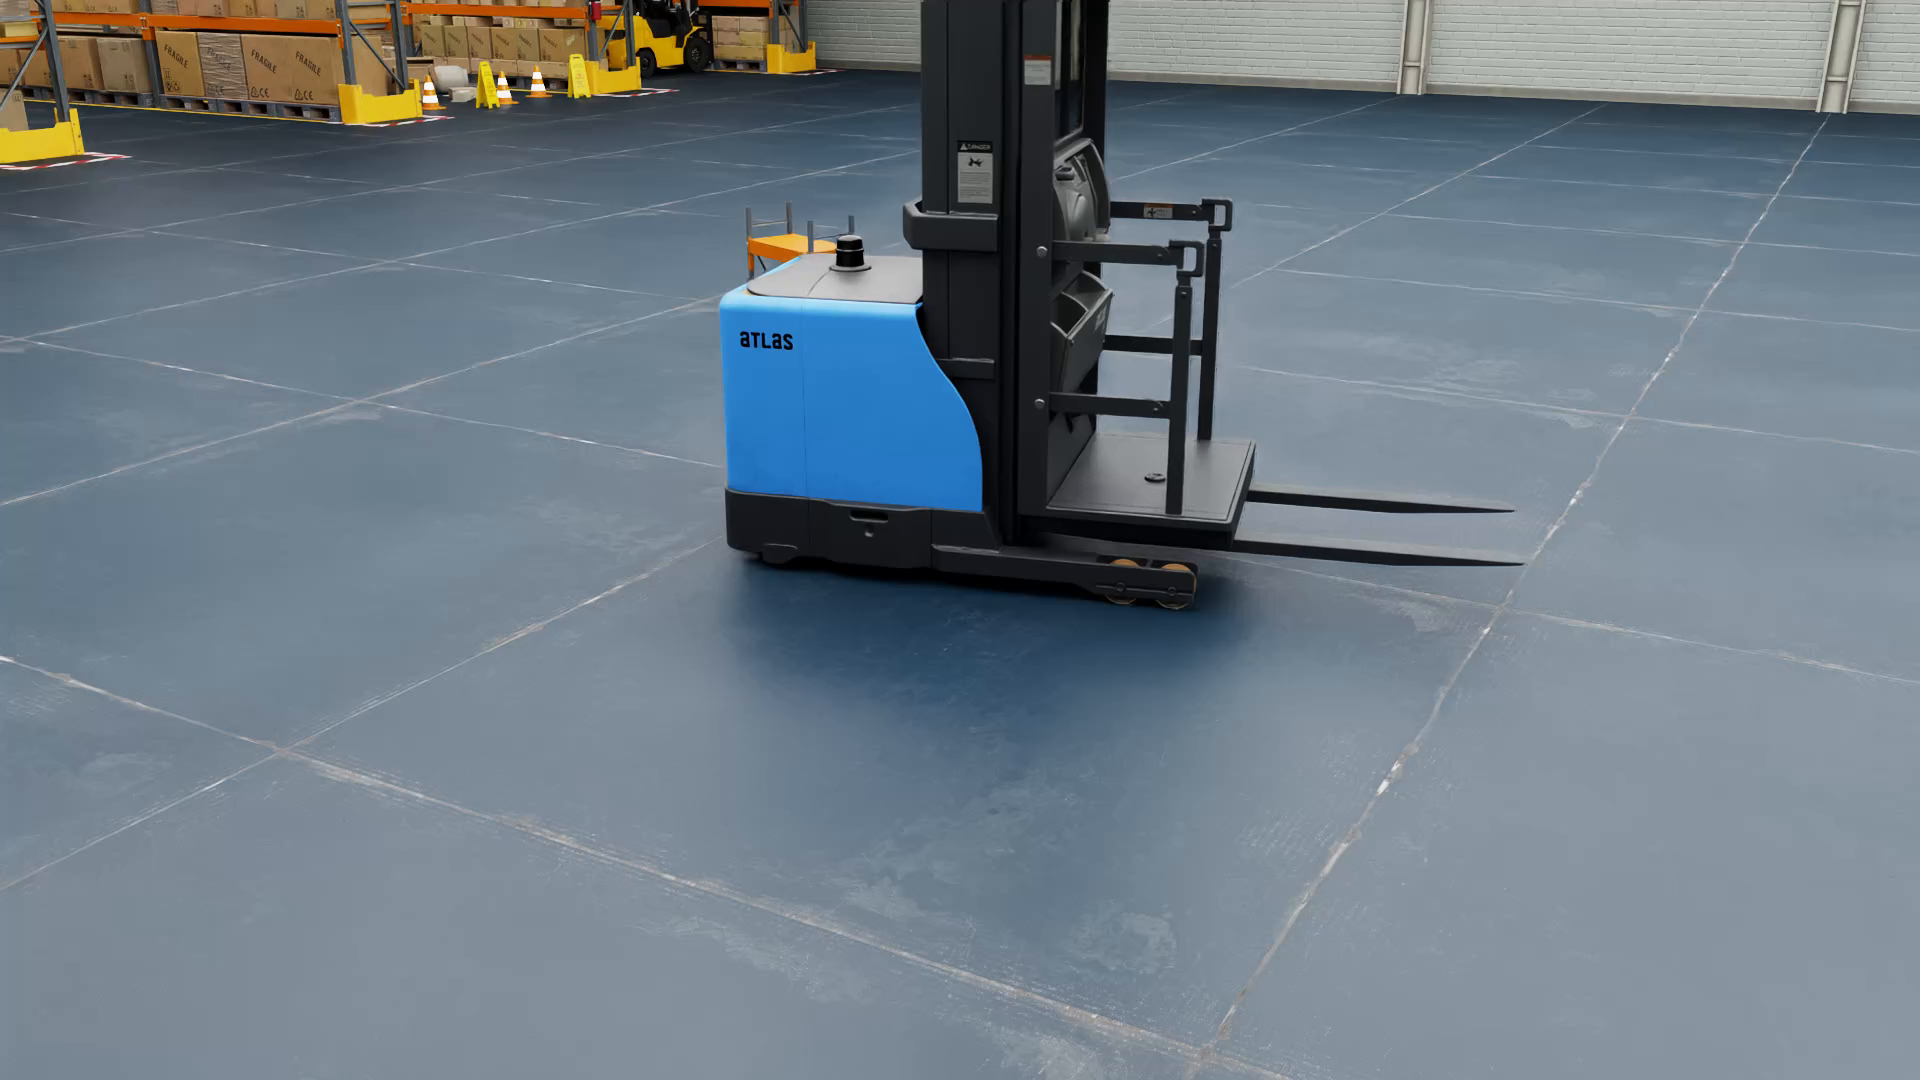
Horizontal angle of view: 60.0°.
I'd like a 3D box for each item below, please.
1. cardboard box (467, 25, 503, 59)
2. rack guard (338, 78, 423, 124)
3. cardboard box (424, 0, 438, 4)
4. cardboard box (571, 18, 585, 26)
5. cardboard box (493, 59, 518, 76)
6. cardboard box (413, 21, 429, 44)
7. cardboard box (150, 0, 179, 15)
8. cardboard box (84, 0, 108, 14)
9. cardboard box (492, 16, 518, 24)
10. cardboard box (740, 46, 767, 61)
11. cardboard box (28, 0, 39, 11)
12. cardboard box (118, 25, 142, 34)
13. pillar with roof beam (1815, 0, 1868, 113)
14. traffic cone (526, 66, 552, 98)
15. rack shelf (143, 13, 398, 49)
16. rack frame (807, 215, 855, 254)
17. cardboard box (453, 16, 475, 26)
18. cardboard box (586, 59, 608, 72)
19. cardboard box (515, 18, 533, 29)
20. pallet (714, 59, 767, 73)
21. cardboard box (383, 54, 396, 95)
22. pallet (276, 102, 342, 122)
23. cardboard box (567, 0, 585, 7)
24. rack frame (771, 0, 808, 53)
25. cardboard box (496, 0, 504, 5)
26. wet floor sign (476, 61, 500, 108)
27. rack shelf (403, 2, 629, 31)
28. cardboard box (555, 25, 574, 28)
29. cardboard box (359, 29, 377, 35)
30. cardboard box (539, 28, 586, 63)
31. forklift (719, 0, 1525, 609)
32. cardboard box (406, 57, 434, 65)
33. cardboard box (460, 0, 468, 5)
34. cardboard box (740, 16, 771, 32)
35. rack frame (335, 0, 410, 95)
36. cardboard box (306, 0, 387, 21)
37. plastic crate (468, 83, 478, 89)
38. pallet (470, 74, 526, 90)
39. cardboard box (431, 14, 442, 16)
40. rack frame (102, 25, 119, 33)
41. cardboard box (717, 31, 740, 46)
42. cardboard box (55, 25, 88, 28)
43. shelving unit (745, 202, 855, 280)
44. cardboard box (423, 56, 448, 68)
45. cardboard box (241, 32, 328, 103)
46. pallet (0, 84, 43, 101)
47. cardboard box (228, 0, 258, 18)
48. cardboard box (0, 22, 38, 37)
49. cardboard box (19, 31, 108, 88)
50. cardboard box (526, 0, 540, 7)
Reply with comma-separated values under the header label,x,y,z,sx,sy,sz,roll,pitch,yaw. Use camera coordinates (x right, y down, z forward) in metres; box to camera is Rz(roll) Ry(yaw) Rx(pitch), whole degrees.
label,x,y,z,sx,sy,sz,roll,pitch,yaw
cardboard box,-7.741,-8.208,27.411,0.500,0.500,0.500,12,23,30
rack guard,-7.862,-5.967,22.581,0.348,0.500,1.175,11,23,27
cardboard box,-8.684,-9.009,27.670,0.250,0.149,0.380,12,23,29
cardboard box,-7.092,-9.944,32.747,0.625,0.625,0.875,12,23,30
cardboard box,-7.302,-7.769,27.301,0.500,0.250,0.500,10,22,25
cardboard box,-11.029,-10.560,34.627,0.500,0.500,0.500,10,22,26
cardboard box,-11.047,-7.824,23.814,0.550,0.550,0.875,11,23,27
cardboard box,-12.402,-7.949,24.234,0.500,0.500,0.500,11,22,27
cardboard box,-9.011,-10.312,33.760,0.625,0.625,0.875,12,23,29
cardboard box,-3.704,-9.003,30.703,0.500,0.250,0.500,11,23,28
cardboard box,-13.721,-8.200,24.926,0.500,0.500,0.500,11,23,27
cardboard box,-15.453,-9.751,31.848,0.875,0.875,0.875,12,23,29
pillar with roof beam,10.307,-9.044,18.600,0.400,9.000,9.100,11,23,27
traffic cone,-6.561,-7.131,25.845,0.334,0.463,0.336,11,23,27
rack shelf,-9.629,-7.140,23.205,4.000,0.370,1.077,11,23,27
rack frame,-0.557,-0.830,7.392,0.240,1.200,0.015,-16,25,-37
cardboard box,-8.136,-8.562,27.434,0.250,0.149,0.380,12,23,29
cardboard box,-6.126,-7.757,27.268,0.500,0.250,0.500,11,22,27
cardboard box,-6.955,-8.338,26.817,0.250,0.149,0.380,11,23,28
pallet,-3.827,-8.918,31.141,1.213,0.211,1.003,11,23,27
cardboard box,-9.145,-7.218,25.826,0.503,0.637,0.797,11,23,27
pallet,-8.619,-5.945,22.943,1.213,0.211,1.003,11,23,27
cardboard box,-5.988,-8.517,26.313,0.250,0.149,0.380,12,23,29
rack frame,-3.139,-10.114,30.350,0.127,3.000,1.000,11,23,27
cardboard box,-7.313,-8.777,27.030,0.250,0.149,0.380,11,23,27
wet floor sign,-6.892,-6.624,24.179,0.232,0.644,0.267,7,21,18
rack shelf,-7.303,-8.631,27.314,4.000,0.370,1.077,11,23,27
cardboard box,-6.606,-8.199,27.387,0.500,0.500,0.500,10,22,25
cardboard box,-12.400,-10.815,35.331,0.500,0.500,0.500,10,22,26
cardboard box,-6.383,-7.949,26.697,0.500,0.500,0.500,11,23,28
forklift,0.646,-1.322,6.210,3.031,2.935,1.130,5,21,13
cardboard box,-8.777,-7.544,26.926,0.500,0.500,0.500,-7,21,-20
cardboard box,-7.991,-8.887,27.335,0.250,0.149,0.380,11,23,27
cardboard box,-3.693,-9.473,30.532,0.500,0.250,0.500,12,23,29
rack frame,-7.883,-7.146,22.166,0.127,3.000,1.000,11,23,27
cardboard box,-8.229,-7.264,22.273,0.550,0.550,0.875,11,23,27
plastic crate,-8.078,-7.424,27.213,0.583,0.080,0.402,3,20,9
pallet,-7.376,-7.687,27.746,1.213,0.211,1.003,11,23,27
cardboard box,-10.678,-10.779,34.280,0.250,0.149,0.380,10,22,25
rack frame,-16.033,-10.632,31.776,0.127,3.000,1.000,11,23,27
cardboard box,-4.149,-9.329,30.867,0.500,0.250,0.500,11,22,27
cardboard box,-18.097,-10.060,33.342,0.875,0.438,0.875,11,23,29
shelving unit,-0.712,-0.894,7.570,0.258,1.200,0.503,-16,25,-37
cardboard box,-8.665,-8.028,28.013,0.500,0.250,0.500,10,22,25
cardboard box,-9.276,-6.583,23.115,0.875,0.875,0.875,10,22,26
pallet,-14.215,-7.012,25.885,1.213,0.211,1.003,11,23,27
cardboard box,-9.630,-7.556,23.076,0.500,0.550,0.875,11,23,27
cardboard box,-10.522,-5.686,18.510,0.250,0.149,0.380,11,23,27
cardboard box,-13.614,-7.344,25.394,0.750,0.750,1.050,11,23,28
cardboard box,-6.716,-8.609,26.566,0.250,0.149,0.380,11,23,28
